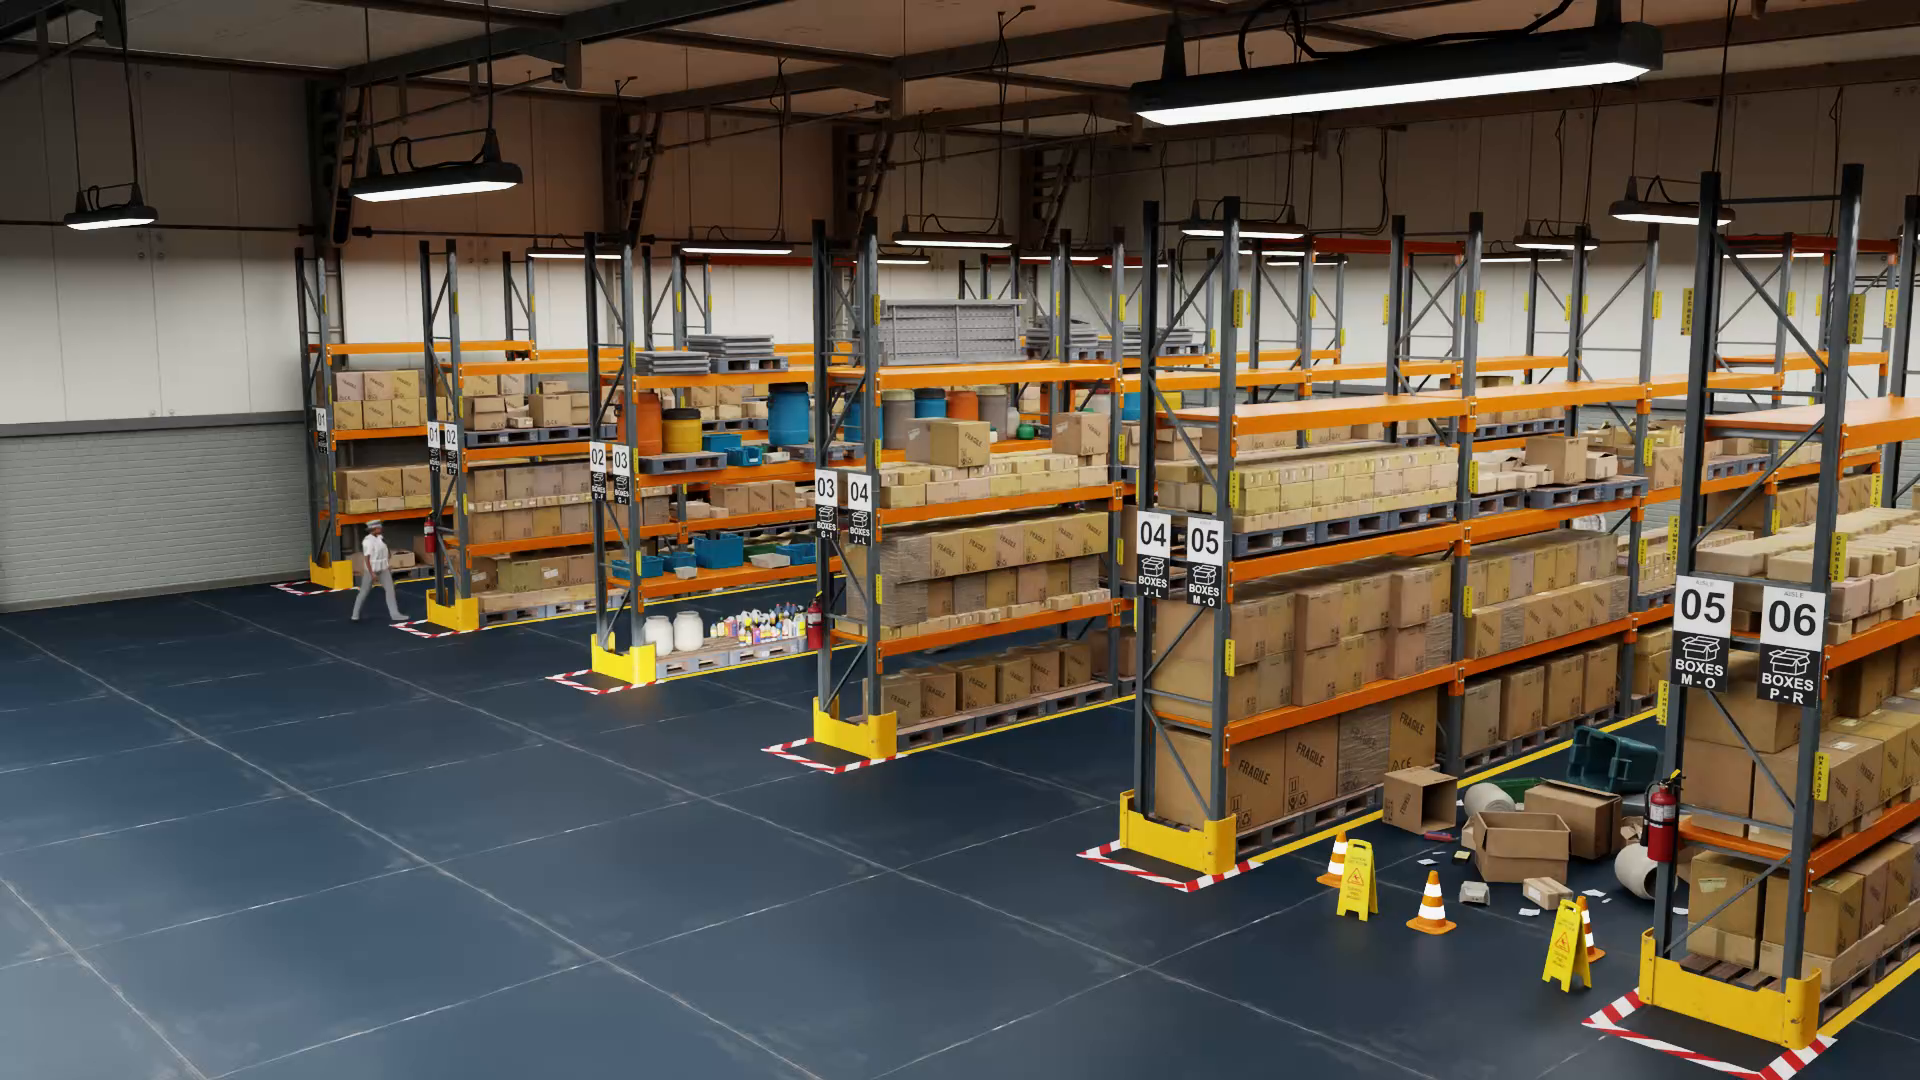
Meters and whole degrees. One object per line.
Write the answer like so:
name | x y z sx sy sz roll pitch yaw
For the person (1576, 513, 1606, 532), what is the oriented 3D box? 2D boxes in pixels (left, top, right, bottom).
person | 11.661 -0.177 30.818 0.483 1.643 0.653 -1 8 -5

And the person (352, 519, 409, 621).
person | -9.300 0.480 26.457 0.883 1.637 0.570 5 10 32

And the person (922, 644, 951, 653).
person | -0.294 0.784 24.356 0.402 1.734 0.656 4 9 26
